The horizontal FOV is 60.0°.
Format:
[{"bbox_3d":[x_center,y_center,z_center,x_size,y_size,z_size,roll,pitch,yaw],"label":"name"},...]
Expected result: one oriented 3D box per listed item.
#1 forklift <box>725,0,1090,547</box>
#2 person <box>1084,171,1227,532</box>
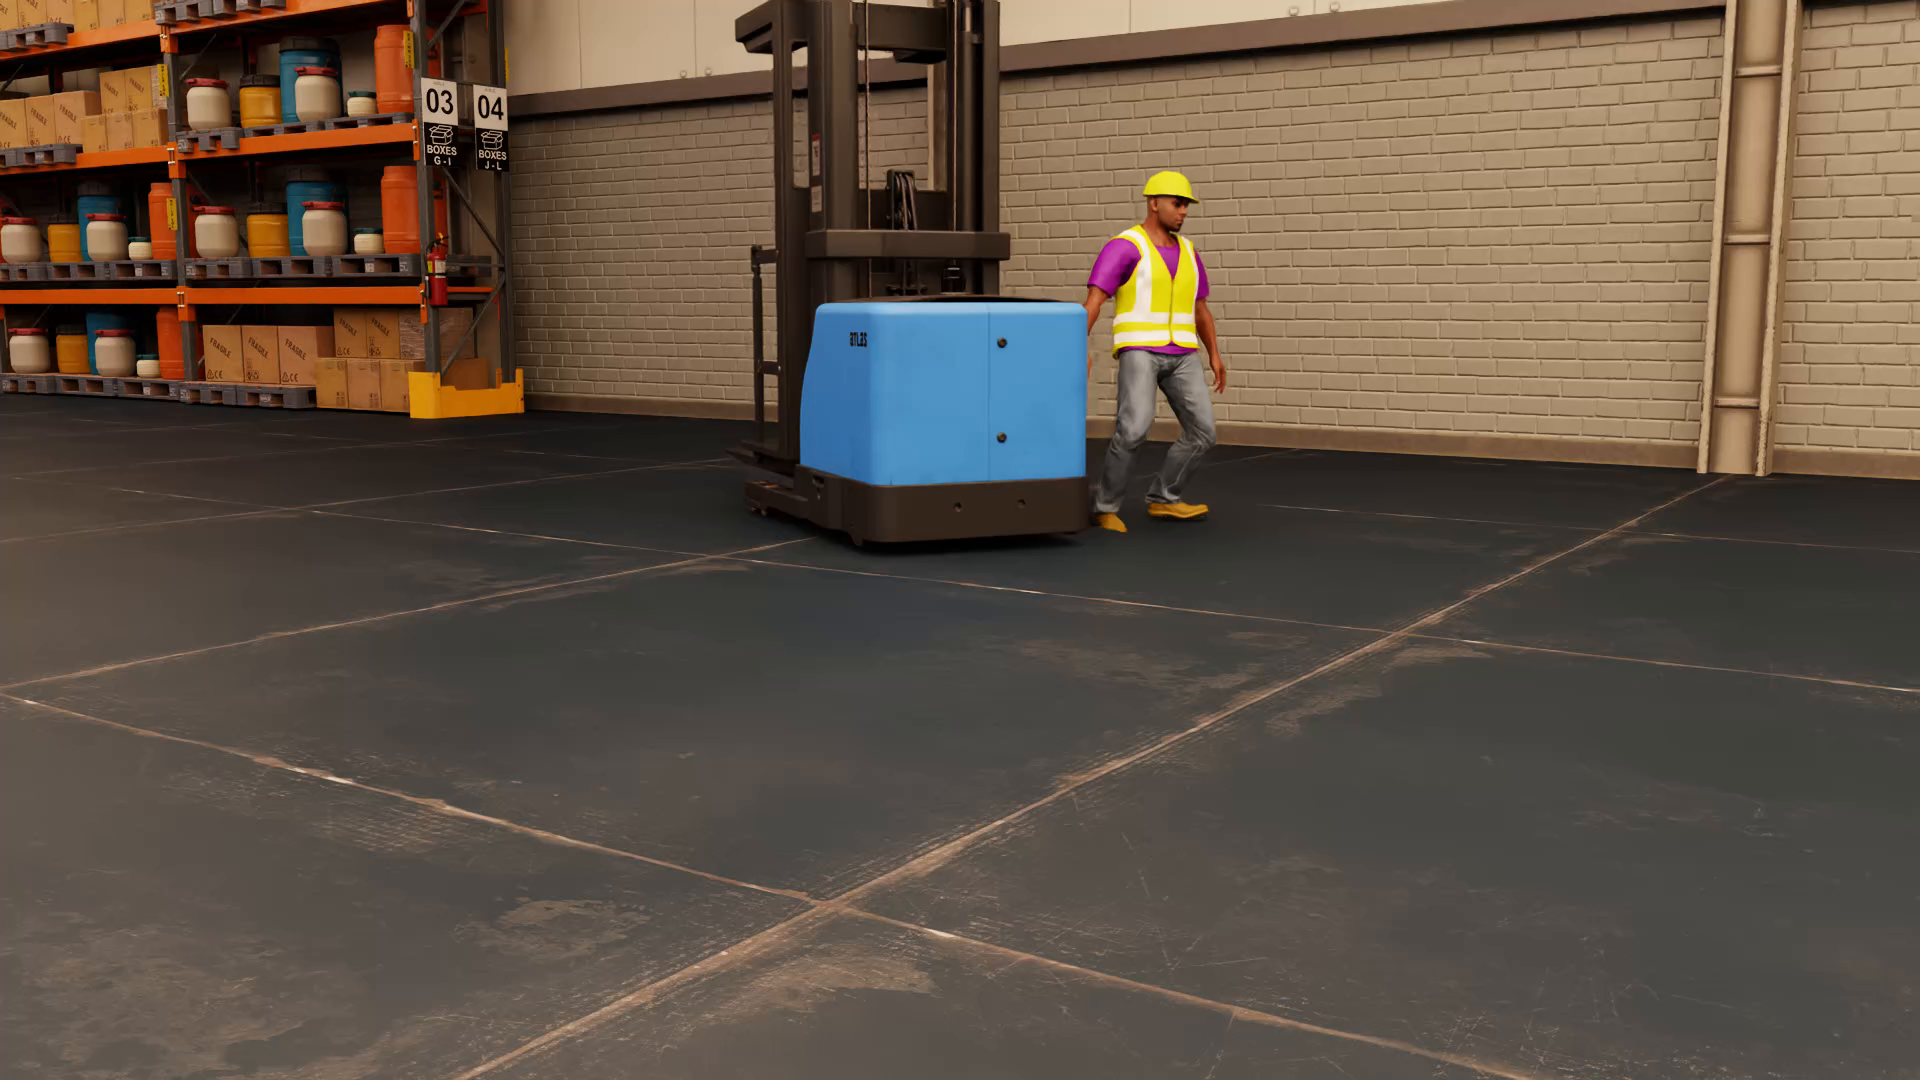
[{"bbox_3d":[-0.471,-1.589,8.369,1.130,2.935,3.031,-3,9,-23],"label":"forklift"},{"bbox_3d":[0.913,-0.888,7.984,0.866,1.742,0.396,-4,9,-25],"label":"person"}]
